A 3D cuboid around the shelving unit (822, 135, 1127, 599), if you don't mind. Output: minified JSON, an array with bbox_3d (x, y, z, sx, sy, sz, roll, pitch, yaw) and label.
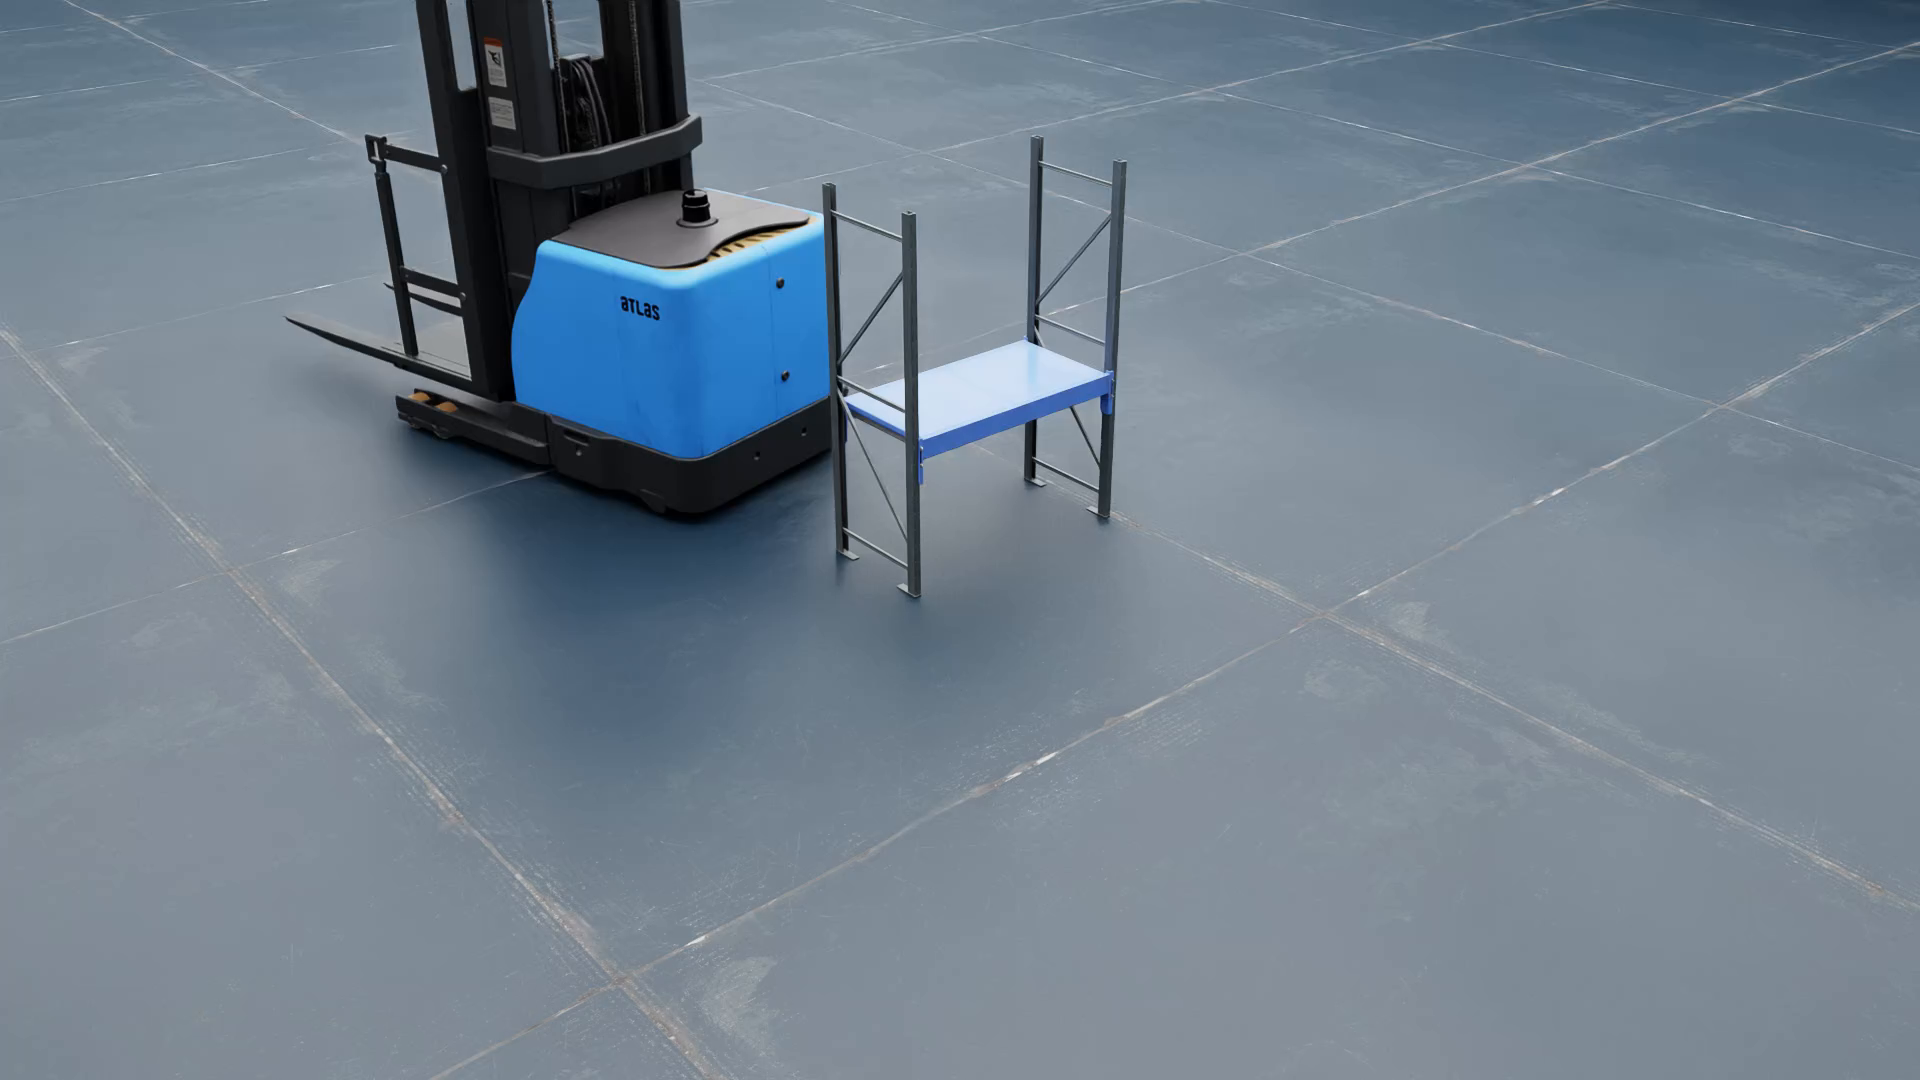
[{"bbox_3d":[0.065,-0.688,6.445,1.048,1.500,0.538,-22,35,-35],"label":"shelving unit"}]

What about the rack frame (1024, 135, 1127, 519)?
[{"bbox_3d":[0.452,-0.843,6.736,0.032,1.500,0.500,-22,35,-35],"label":"rack frame"}]

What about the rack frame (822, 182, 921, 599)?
[{"bbox_3d":[-0.322,-0.532,6.154,0.032,1.500,0.500,-22,35,-35],"label":"rack frame"}]

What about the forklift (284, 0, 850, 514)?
[{"bbox_3d":[-1.990,-1.937,7.265,3.031,2.935,1.130,19,33,31],"label":"forklift"}]

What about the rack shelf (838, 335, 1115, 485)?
[{"bbox_3d":[0.065,-0.529,6.530,1.000,0.185,0.538,-22,35,-35],"label":"rack shelf"}]
